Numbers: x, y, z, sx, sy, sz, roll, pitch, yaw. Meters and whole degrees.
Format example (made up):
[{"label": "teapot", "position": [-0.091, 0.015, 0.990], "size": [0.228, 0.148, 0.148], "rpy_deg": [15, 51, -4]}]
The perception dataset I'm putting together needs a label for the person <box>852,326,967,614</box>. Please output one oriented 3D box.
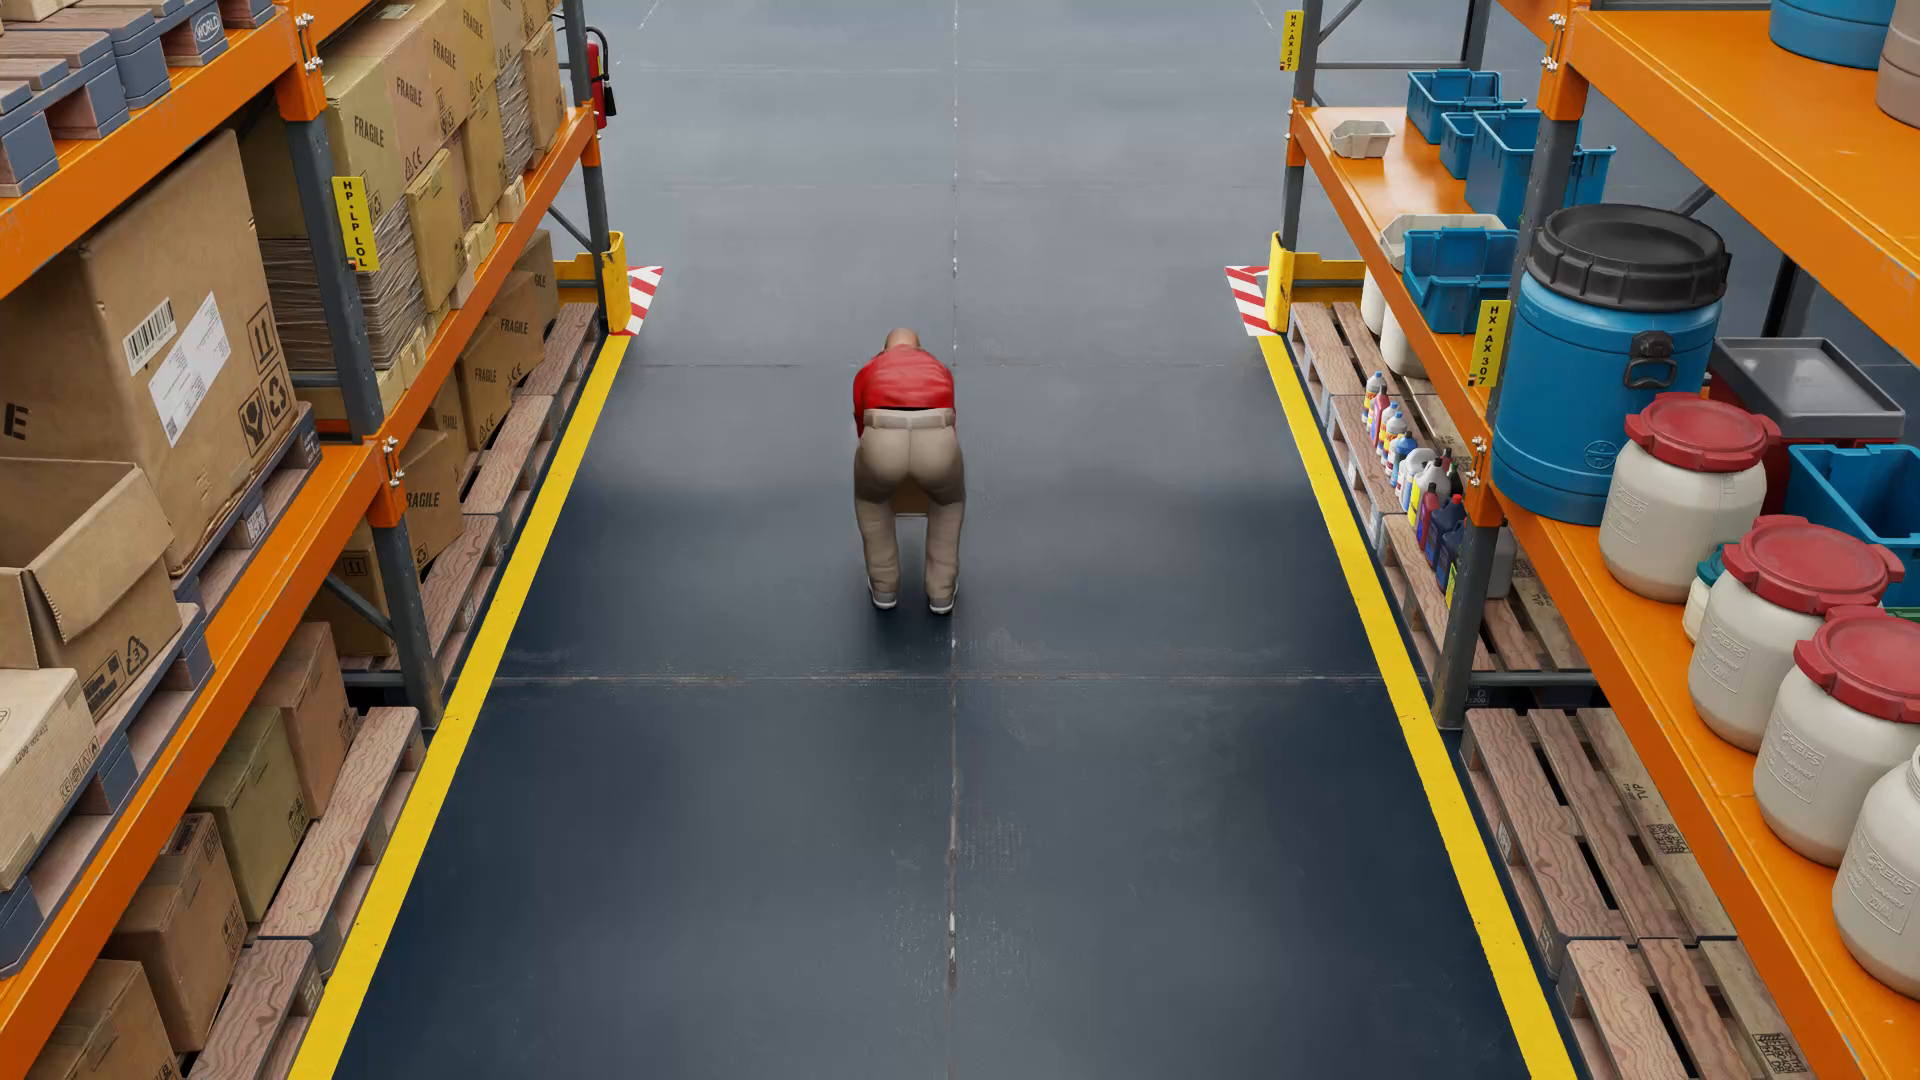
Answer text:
[{"label": "person", "position": [-0.221, -0.308, 7.299], "size": [0.489, 1.063, 0.961], "rpy_deg": [-1, 31, -2]}]
